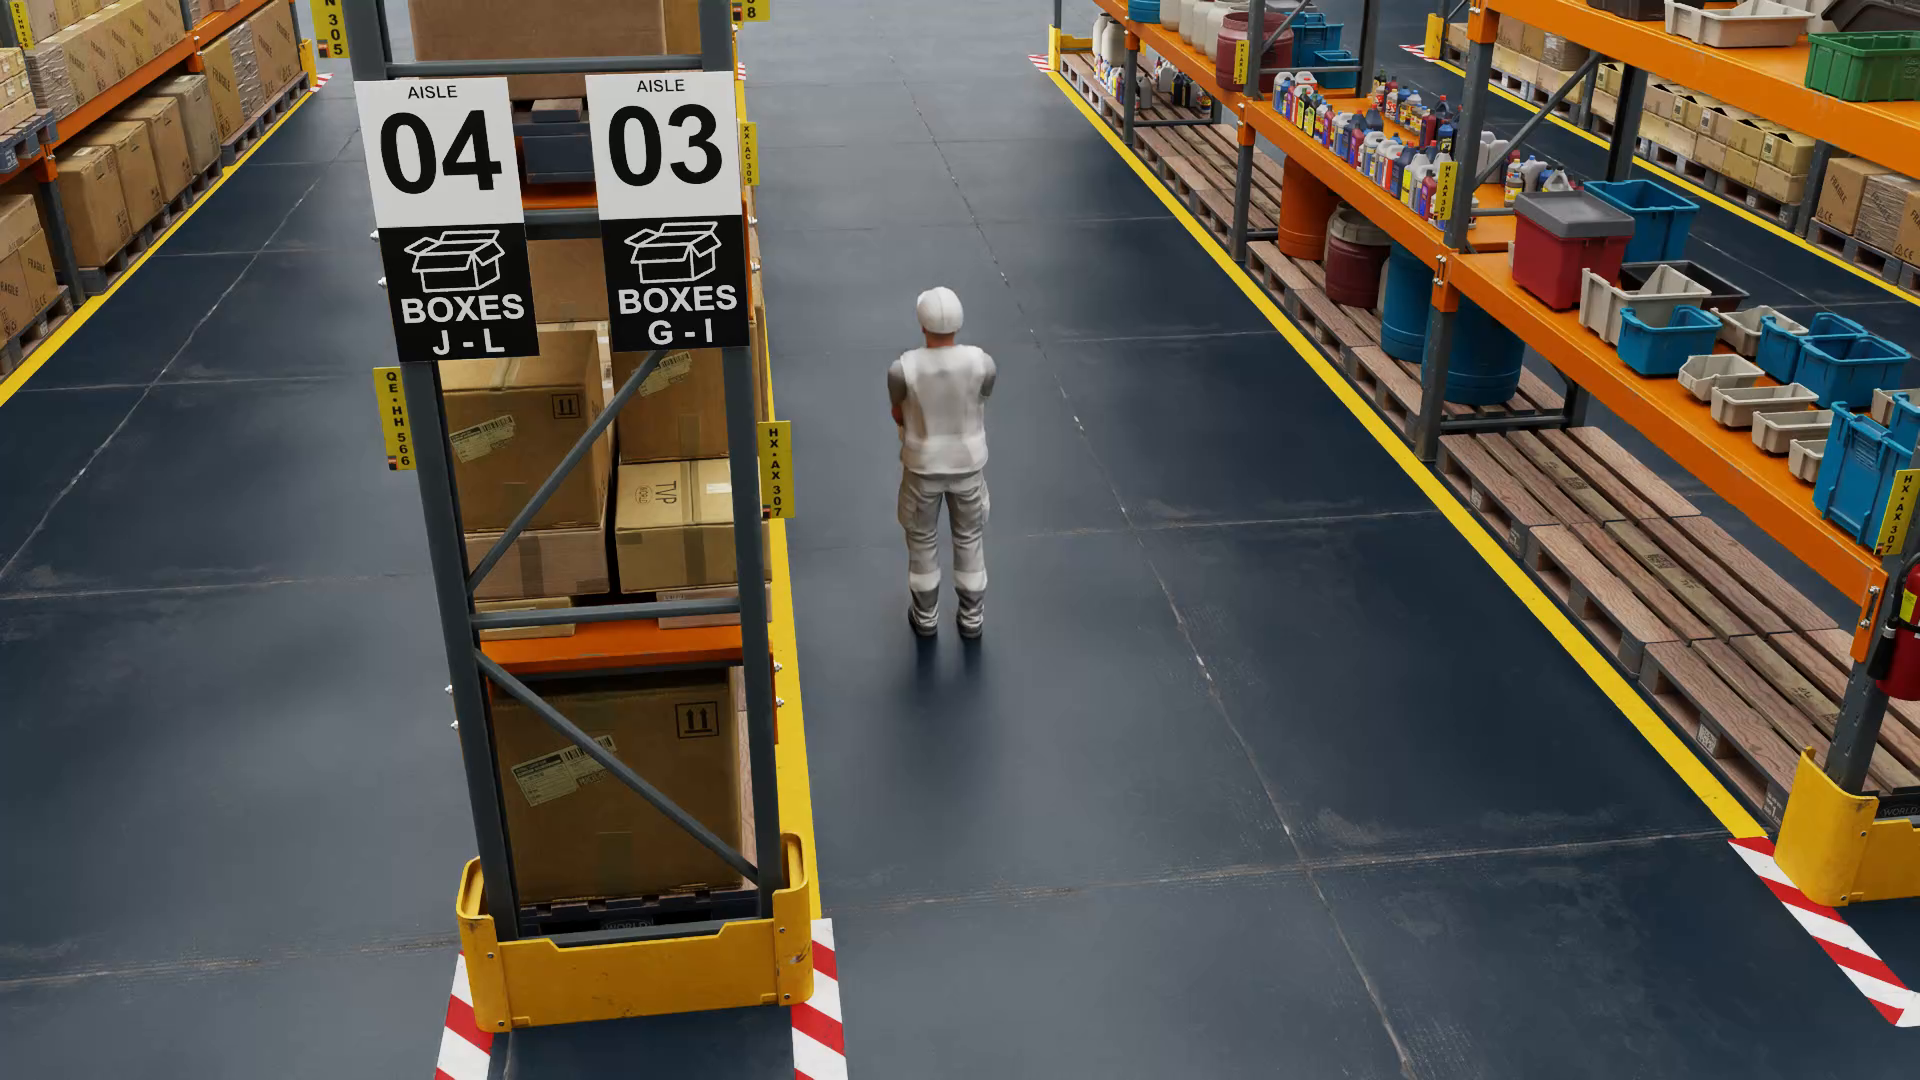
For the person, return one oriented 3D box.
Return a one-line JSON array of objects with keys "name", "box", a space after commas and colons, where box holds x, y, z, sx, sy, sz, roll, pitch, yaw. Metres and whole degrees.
[{"name": "person", "box": [-0.099, -0.386, 7.853, 0.500, 1.786, 0.560, -4, 27, -7]}]
